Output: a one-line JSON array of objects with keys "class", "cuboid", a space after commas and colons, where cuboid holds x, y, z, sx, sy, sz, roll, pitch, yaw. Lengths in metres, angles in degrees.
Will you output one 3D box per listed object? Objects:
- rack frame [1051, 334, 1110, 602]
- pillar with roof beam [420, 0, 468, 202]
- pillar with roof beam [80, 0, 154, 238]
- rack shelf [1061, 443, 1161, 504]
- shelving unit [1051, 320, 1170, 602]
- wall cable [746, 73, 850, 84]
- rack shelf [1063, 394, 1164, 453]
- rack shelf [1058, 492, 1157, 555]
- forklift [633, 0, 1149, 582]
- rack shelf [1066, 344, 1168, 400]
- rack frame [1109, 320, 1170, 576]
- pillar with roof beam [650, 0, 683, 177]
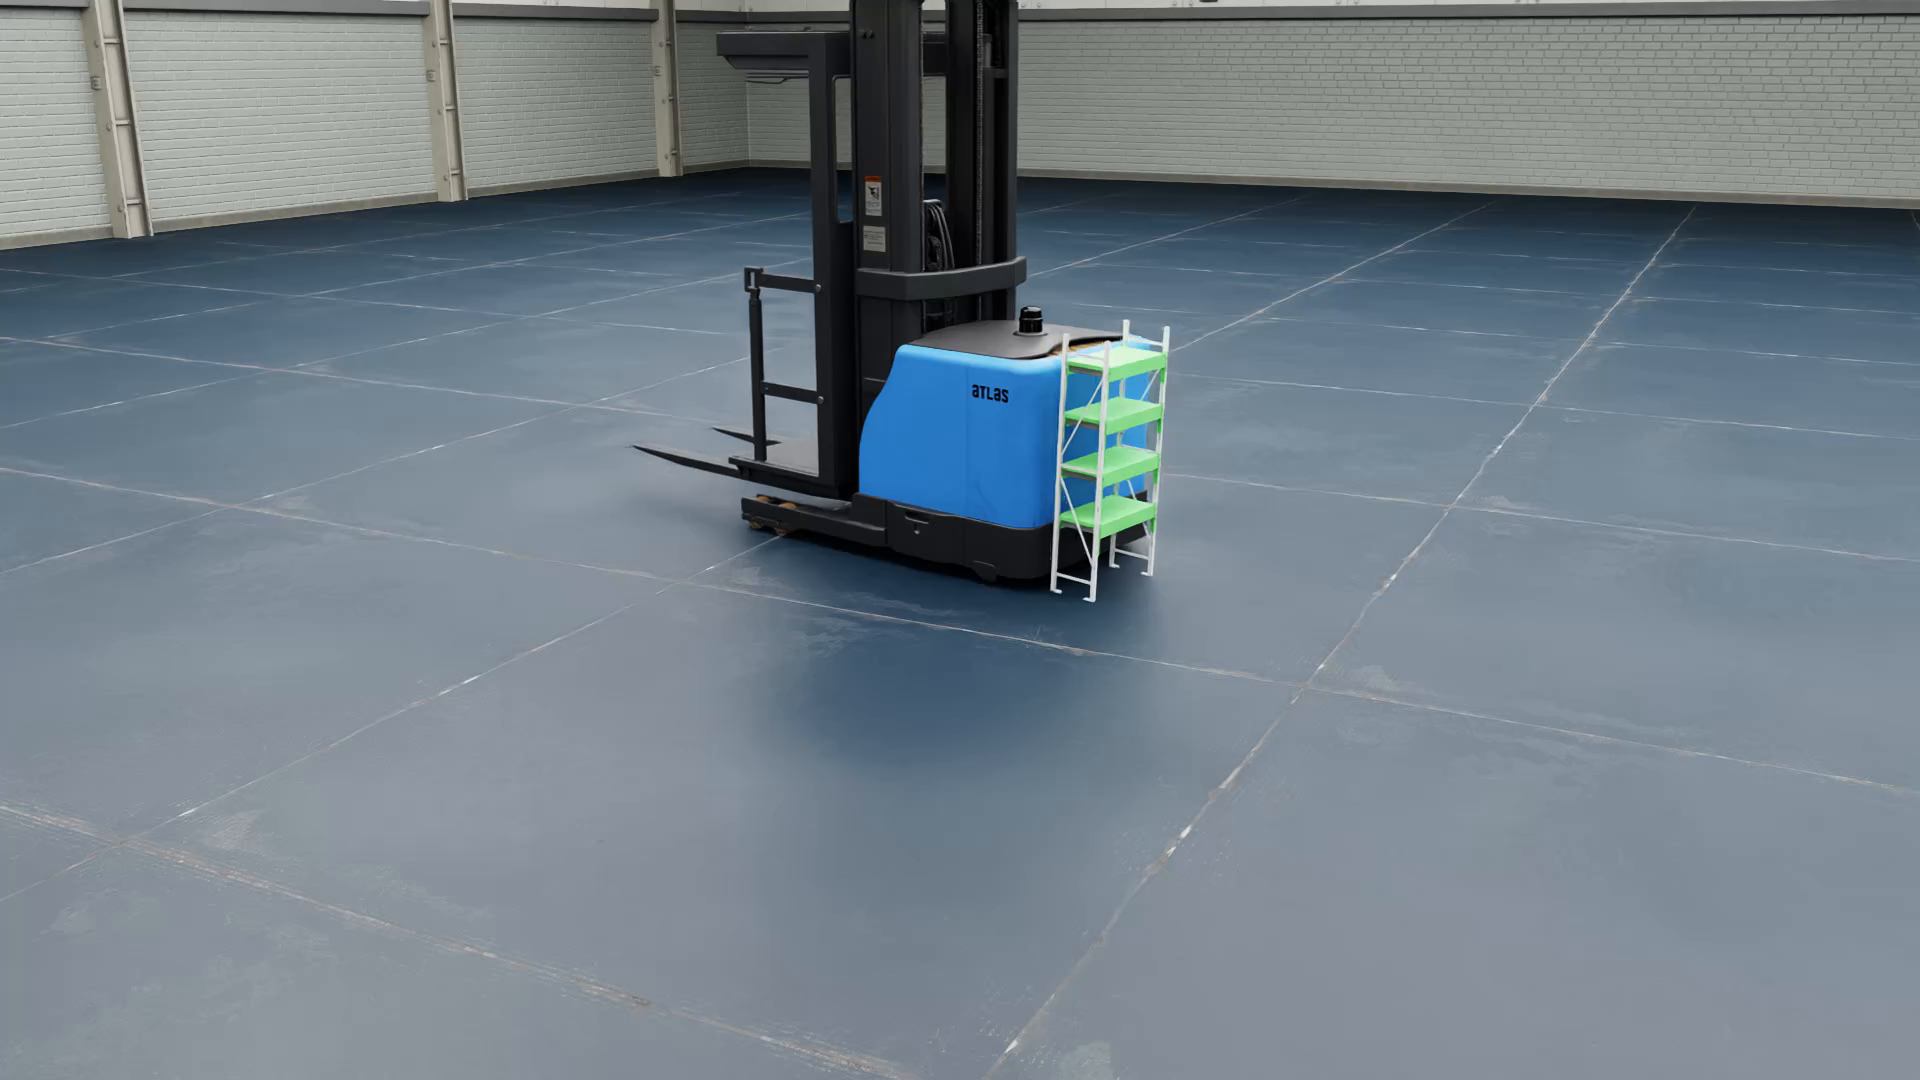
[{"class": "rack frame", "cuboid": [0.536, -0.315, 7.460, 0.240, 1.200, 0.015, 15, 22, 36]}, {"class": "pillar with roof beam", "cuboid": [-4.470, -9.336, 24.151, 9.100, 9.000, 0.400, 8, 18, 25]}, {"class": "pillar with roof beam", "cuboid": [-7.151, -7.807, 19.006, 9.100, 9.000, 0.400, 8, 18, 25]}, {"class": "rack shelf", "cuboid": [0.686, -0.309, 7.663, 0.258, 0.148, 0.480, 15, 22, 36]}, {"class": "shelving unit", "cuboid": [0.688, -0.370, 7.643, 0.258, 1.200, 0.503, 15, 22, 36]}, {"class": "wall cable", "cuboid": [-3.141, -10.505, 33.543, 3.097, 2.526, 0.112, 8, 18, 25]}, {"class": "rack shelf", "cuboid": [0.693, -0.537, 7.589, 0.258, 0.148, 0.480, 15, 22, 36]}, {"class": "rack shelf", "cuboid": [0.679, -0.081, 7.737, 0.258, 0.148, 0.480, 15, 22, 36]}, {"class": "forklift", "cuboid": [-0.516, -1.534, 8.541, 3.031, 2.935, 1.130, 13, 21, 38]}, {"class": "rack shelf", "cuboid": [0.700, -0.765, 7.515, 0.258, 0.148, 0.480, 15, 22, 36]}, {"class": "rack frame", "cuboid": [0.839, -0.424, 7.827, 0.240, 1.200, 0.015, 15, 22, 36]}, {"class": "pillar with roof beam", "cuboid": [-1.789, -10.864, 29.297, 9.100, 9.000, 0.400, 8, 18, 25]}]
